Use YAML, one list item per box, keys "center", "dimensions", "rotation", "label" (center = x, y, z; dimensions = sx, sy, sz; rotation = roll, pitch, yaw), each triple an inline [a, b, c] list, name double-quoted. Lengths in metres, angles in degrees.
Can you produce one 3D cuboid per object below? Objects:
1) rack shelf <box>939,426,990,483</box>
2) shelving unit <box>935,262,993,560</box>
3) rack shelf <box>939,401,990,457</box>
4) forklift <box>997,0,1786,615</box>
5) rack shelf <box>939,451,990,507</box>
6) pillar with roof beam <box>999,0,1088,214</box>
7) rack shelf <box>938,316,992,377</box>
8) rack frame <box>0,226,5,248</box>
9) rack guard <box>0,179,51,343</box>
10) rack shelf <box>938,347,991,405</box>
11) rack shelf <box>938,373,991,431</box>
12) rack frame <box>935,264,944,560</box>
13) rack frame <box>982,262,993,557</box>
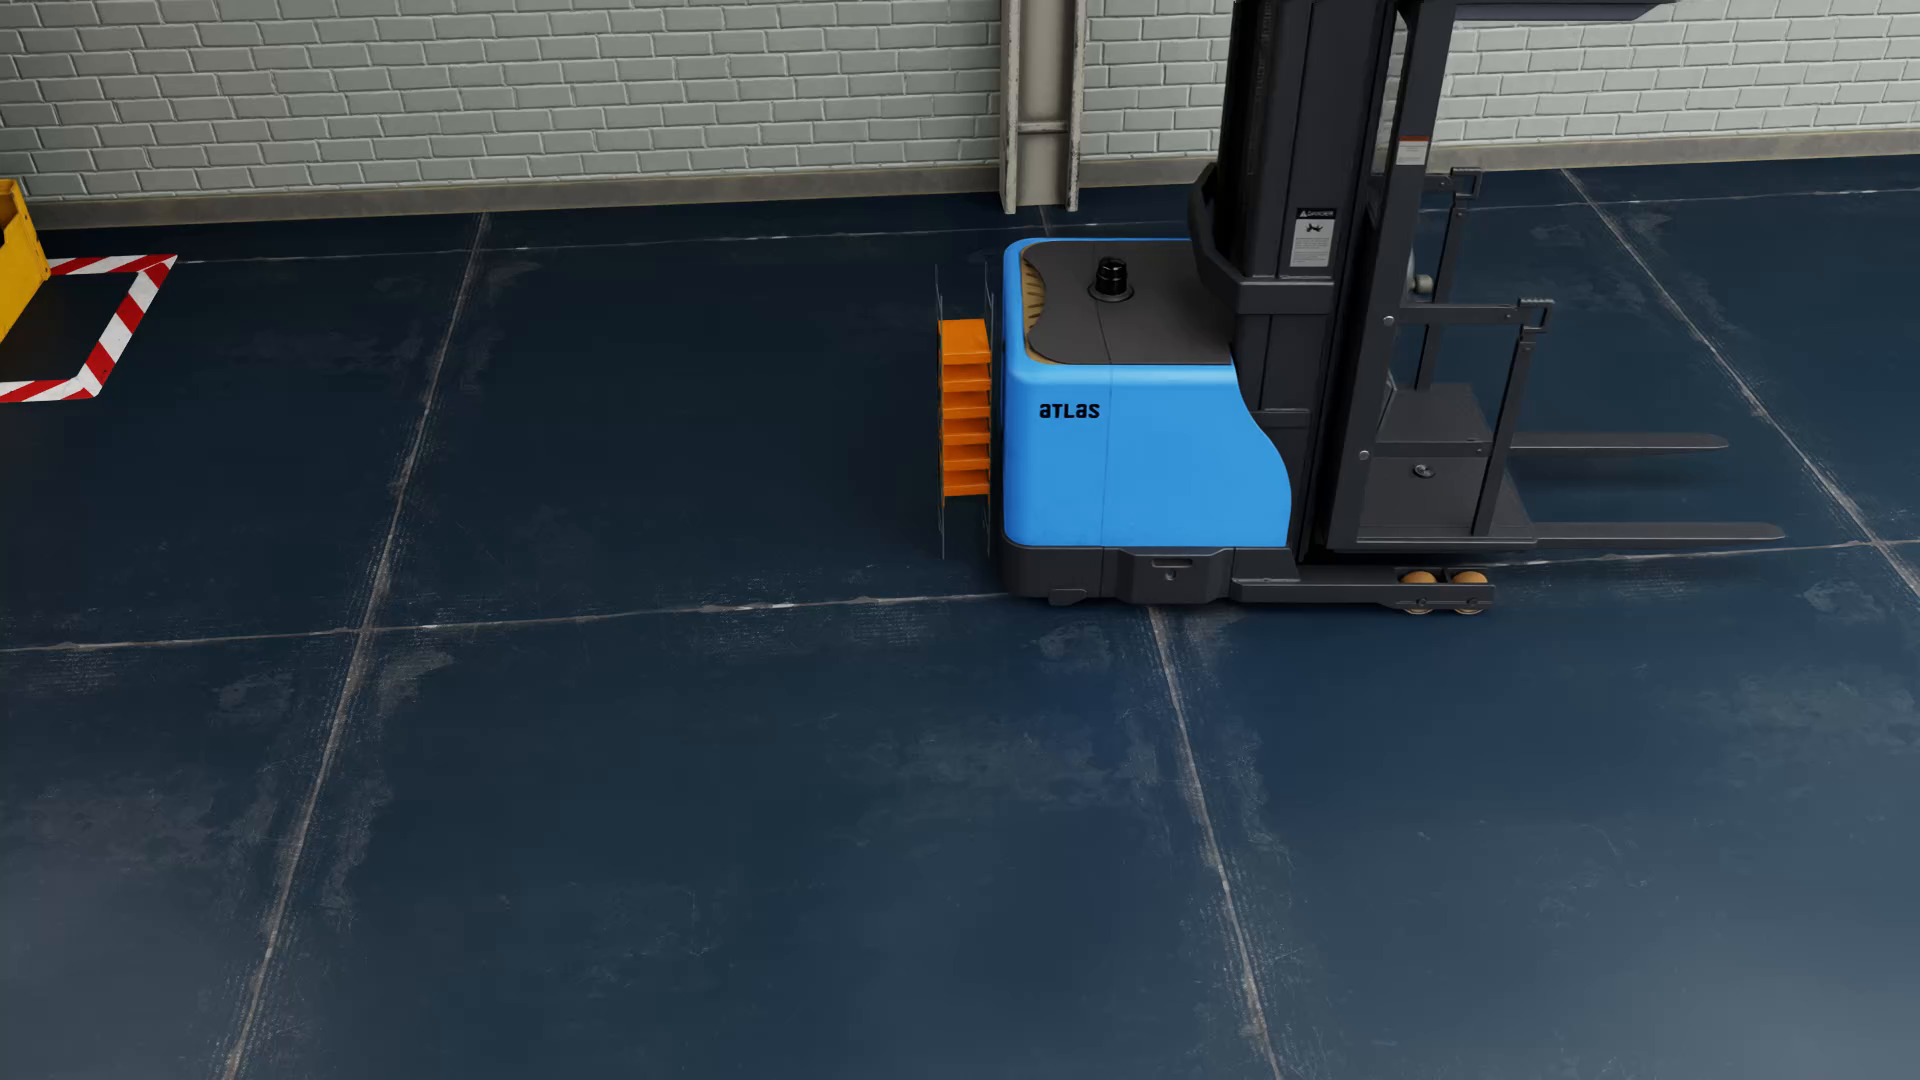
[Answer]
- center: [0.014, -0.343, 6.481]
  dimensions: [0.180, 0.103, 0.258]
  rotation: [-3, 38, -4]
  label: "rack shelf"
- center: [0.014, -0.472, 6.379]
  dimensions: [0.189, 1.200, 0.258]
  rotation: [-3, 38, -4]
  label: "shelving unit"
- center: [0.014, -0.437, 6.407]
  dimensions: [0.180, 0.103, 0.258]
  rotation: [-3, 38, -4]
  label: "rack shelf"
- center: [1.671, -1.197, 5.901]
  dimensions: [3.031, 2.935, 1.130]
  rotation: [0, 38, 0]
  label: "forklift"
- center: [0.014, -0.249, 6.556]
  dimensions: [0.180, 0.103, 0.258]
  rotation: [-3, 38, -4]
  label: "rack shelf"
- center: [0.808, -2.743, 2.962]
  dimensions: [0.400, 9.000, 9.100]
  rotation: [-3, 38, -4]
  label: "pillar with roof beam"
- center: [0.014, -0.720, 6.184]
  dimensions: [0.180, 0.103, 0.258]
  rotation: [-3, 38, -4]
  label: "rack shelf"
- center: [-4.777, -2.197, 7.113]
  dimensions: [0.127, 3.000, 1.000]
  rotation: [-3, 38, -4]
  label: "rack frame"
- center: [-4.753, -1.217, 7.889]
  dimensions: [0.348, 0.500, 1.175]
  rotation: [-3, 38, -4]
  label: "rack guard"
- center: [0.014, -0.625, 6.258]
  dimensions: [0.180, 0.103, 0.258]
  rotation: [-3, 38, -4]
  label: "rack shelf"
- center: [0.014, -0.531, 6.333]
  dimensions: [0.180, 0.103, 0.258]
  rotation: [-3, 38, -4]
  label: "rack shelf"
- center: [-0.077, -0.467, 6.373]
  dimensions: [0.006, 1.200, 0.240]
  rotation: [-3, 38, -4]
  label: "rack frame"
- center: [0.106, -0.477, 6.386]
  dimensions: [0.006, 1.200, 0.240]
  rotation: [-3, 38, -4]
  label: "rack frame"
